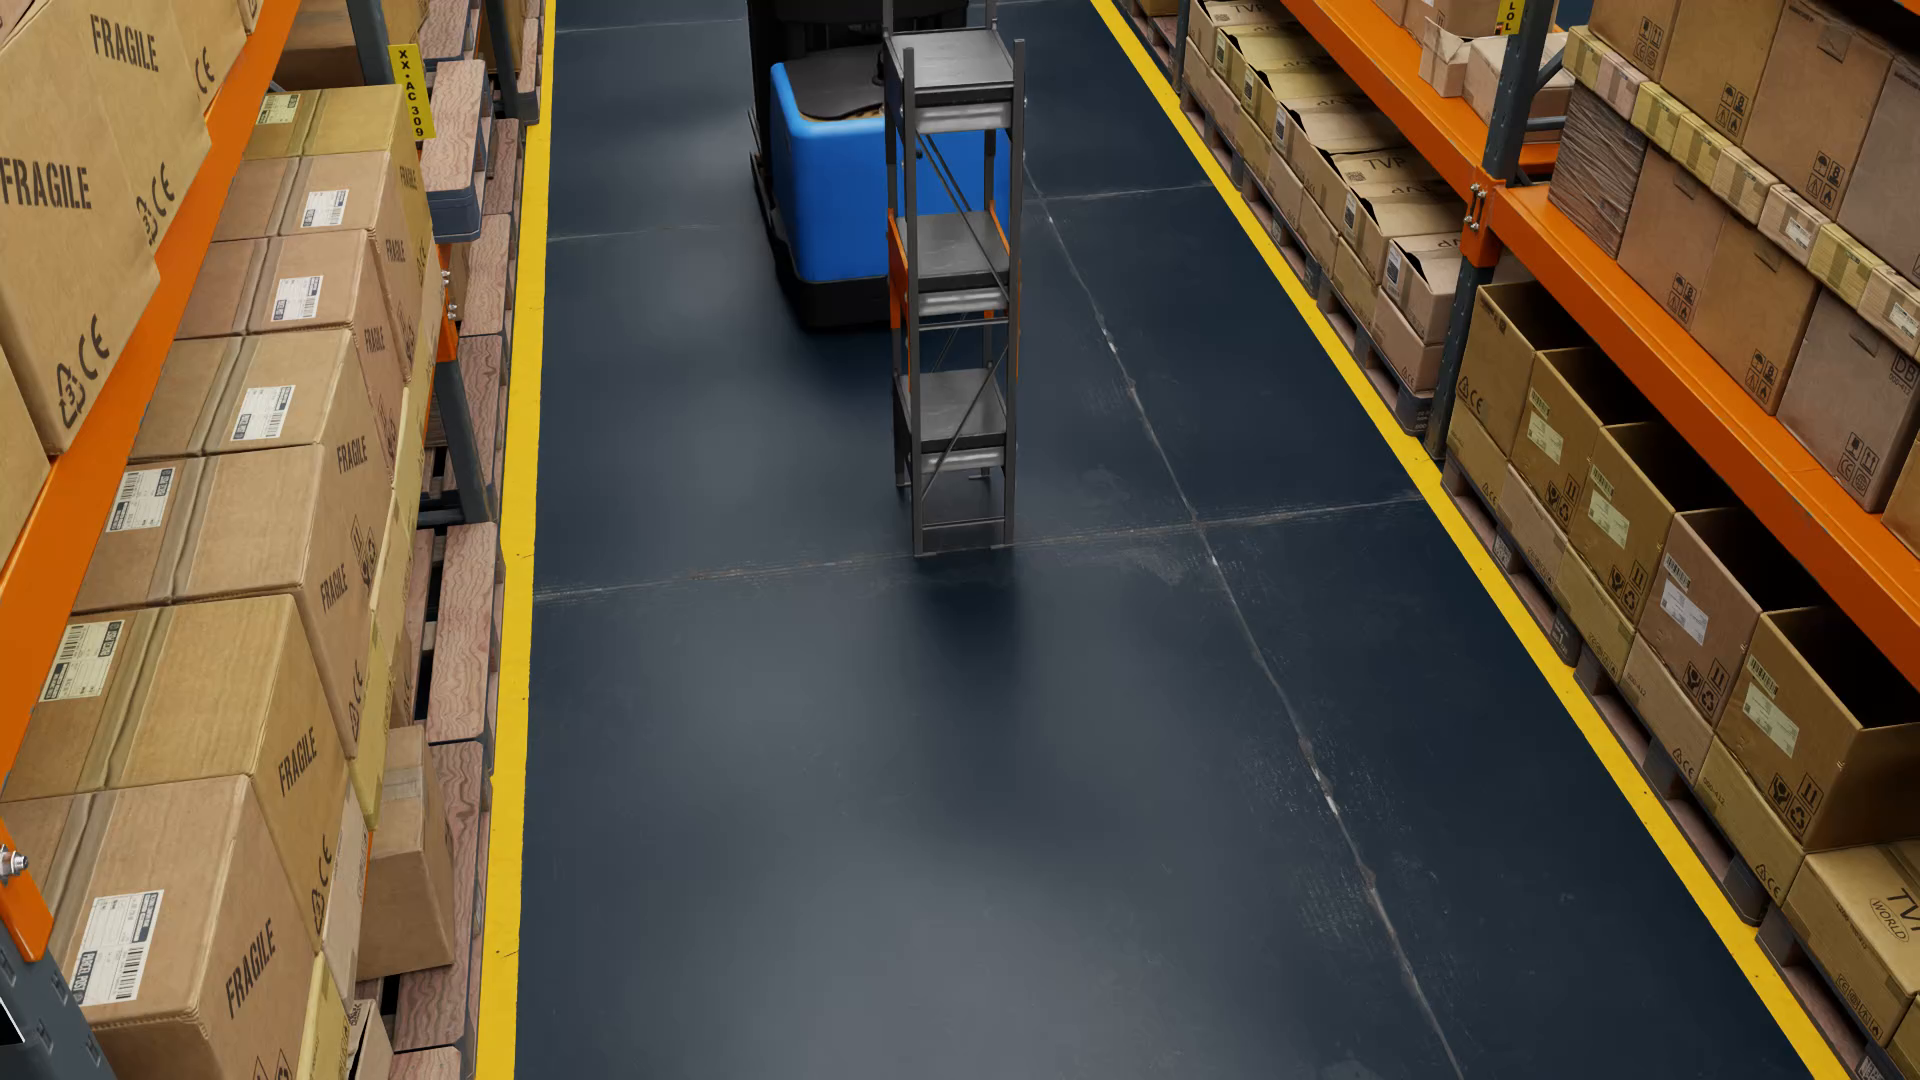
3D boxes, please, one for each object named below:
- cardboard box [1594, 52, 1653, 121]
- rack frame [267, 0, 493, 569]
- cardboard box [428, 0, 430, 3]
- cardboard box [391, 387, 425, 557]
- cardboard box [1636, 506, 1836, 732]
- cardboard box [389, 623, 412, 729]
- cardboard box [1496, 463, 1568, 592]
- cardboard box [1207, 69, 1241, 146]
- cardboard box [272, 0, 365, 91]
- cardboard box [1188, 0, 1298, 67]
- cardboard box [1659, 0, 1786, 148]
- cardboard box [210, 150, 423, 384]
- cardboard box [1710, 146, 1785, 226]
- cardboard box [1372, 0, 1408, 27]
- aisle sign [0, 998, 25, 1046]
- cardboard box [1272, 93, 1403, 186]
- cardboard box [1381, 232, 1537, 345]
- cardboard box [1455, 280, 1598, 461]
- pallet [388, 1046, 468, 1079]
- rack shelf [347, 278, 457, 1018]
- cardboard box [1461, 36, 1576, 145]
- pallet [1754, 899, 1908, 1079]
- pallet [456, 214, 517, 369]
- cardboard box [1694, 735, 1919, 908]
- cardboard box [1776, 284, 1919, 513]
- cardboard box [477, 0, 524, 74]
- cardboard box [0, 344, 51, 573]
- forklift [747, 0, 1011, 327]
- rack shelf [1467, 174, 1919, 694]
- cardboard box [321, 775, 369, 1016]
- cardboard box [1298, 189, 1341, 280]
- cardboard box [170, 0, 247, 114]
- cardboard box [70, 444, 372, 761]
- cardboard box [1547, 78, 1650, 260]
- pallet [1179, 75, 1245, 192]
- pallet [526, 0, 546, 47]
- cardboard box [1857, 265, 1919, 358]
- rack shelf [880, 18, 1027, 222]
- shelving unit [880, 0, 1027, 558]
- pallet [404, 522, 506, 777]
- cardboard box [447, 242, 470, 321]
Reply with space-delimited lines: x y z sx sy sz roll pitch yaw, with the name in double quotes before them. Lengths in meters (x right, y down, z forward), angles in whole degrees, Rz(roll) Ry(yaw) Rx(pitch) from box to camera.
"cardboard box" 2.428 -1.572 5.718 0.380 0.149 0.250 -6 38 -7
"rack frame" -2.349 -1.076 5.690 1.000 3.000 0.127 -6 38 -8
"cardboard box" -2.718 -2.672 7.304 0.700 0.500 0.500 -6 38 -8
"cardboard box" -1.785 -0.167 4.626 0.500 0.250 0.500 -6 38 -8
"cardboard box" 2.565 0.232 5.293 0.500 0.500 0.500 -6 38 -8
"cardboard box" -2.128 0.360 5.520 0.500 0.500 0.500 -9 39 -11
"cardboard box" 2.393 -0.076 6.301 0.500 0.250 0.500 -6 38 -8
"cardboard box" 1.718 -2.455 9.365 0.500 0.250 0.500 -7 38 -9
"cardboard box" -2.405 -1.600 5.925 0.700 0.500 0.500 -6 38 -8
"cardboard box" 1.629 -2.980 9.583 0.500 0.311 0.500 -5 38 -6
"cardboard box" 2.701 -1.590 5.213 0.700 0.500 0.500 -6 38 -8
"cardboard box" -1.869 -0.768 4.788 0.500 0.500 0.500 -6 38 -8
"cardboard box" 2.564 -1.107 5.119 0.380 0.149 0.250 -7 38 -9
"cardboard box" 2.229 -2.737 7.746 0.500 0.500 0.500 -6 38 -8
"aisle sign" -1.340 0.325 1.768 0.394 0.787 0.004 -6 38 -8
"cardboard box" 1.907 -2.045 8.380 0.500 0.311 0.500 -7 38 -9
"cardboard box" 2.174 -1.126 7.196 0.500 0.311 0.500 -6 38 -8
"cardboard box" 2.300 -0.673 6.459 0.500 0.500 0.500 -6 38 -8
"pallet" -1.769 1.901 4.131 1.003 0.211 1.213 -6 38 -8
"rack shelf" -1.998 0.416 4.356 1.077 0.370 4.000 -6 38 -8
"cardboard box" 2.398 -1.844 6.801 0.500 0.250 0.500 -4 38 -5
"pallet" 3.053 1.449 4.713 1.003 0.211 1.213 -6 38 -8
"pallet" -2.704 -1.183 8.101 1.003 0.211 1.213 -6 38 -8
"cardboard box" 2.655 0.830 5.135 0.500 0.250 0.500 -6 38 -8
"cardboard box" 2.885 -0.452 4.806 0.700 0.500 0.500 -5 38 -7
"cardboard box" -3.050 -3.267 9.920 0.750 0.750 0.750 -7 38 -9
"cardboard box" -1.460 -0.121 1.918 0.500 0.500 0.500 -5 38 -7
"forklift" -0.557 -3.080 8.325 1.130 2.935 3.031 -7 38 -9
"rack shelf" 2.878 -0.119 5.044 1.077 0.370 4.000 -6 38 -8
"cardboard box" -1.526 0.750 3.445 0.500 0.250 0.500 -7 38 -9
"cardboard box" 1.992 -1.525 8.167 0.500 0.250 0.500 -5 38 -7
"cardboard box" -1.729 -1.083 3.157 0.500 0.500 0.500 -4 38 -5
"cardboard box" -1.597 0.162 3.591 0.500 0.500 0.500 -7 38 -9
"cardboard box" 2.611 -1.383 6.004 0.700 0.500 0.500 -7 38 -9
"pallet" 1.932 -2.424 9.698 1.003 0.211 1.213 -6 38 -8
"pallet" -3.325 -3.610 11.225 1.003 0.211 1.213 -6 38 -8
"cardboard box" 2.700 -0.637 4.515 0.380 0.149 0.250 -7 38 -9
"rack shelf" -0.029 -1.471 5.813 0.431 0.518 0.480 -6 38 -8
"shelving unit" -0.029 -0.929 6.235 0.431 2.100 0.503 -6 38 -8
"pallet" -2.197 0.427 6.028 1.003 0.211 1.213 -6 38 -8
"cardboard box" -2.684 -1.324 7.689 0.700 0.500 0.500 -6 38 -7
